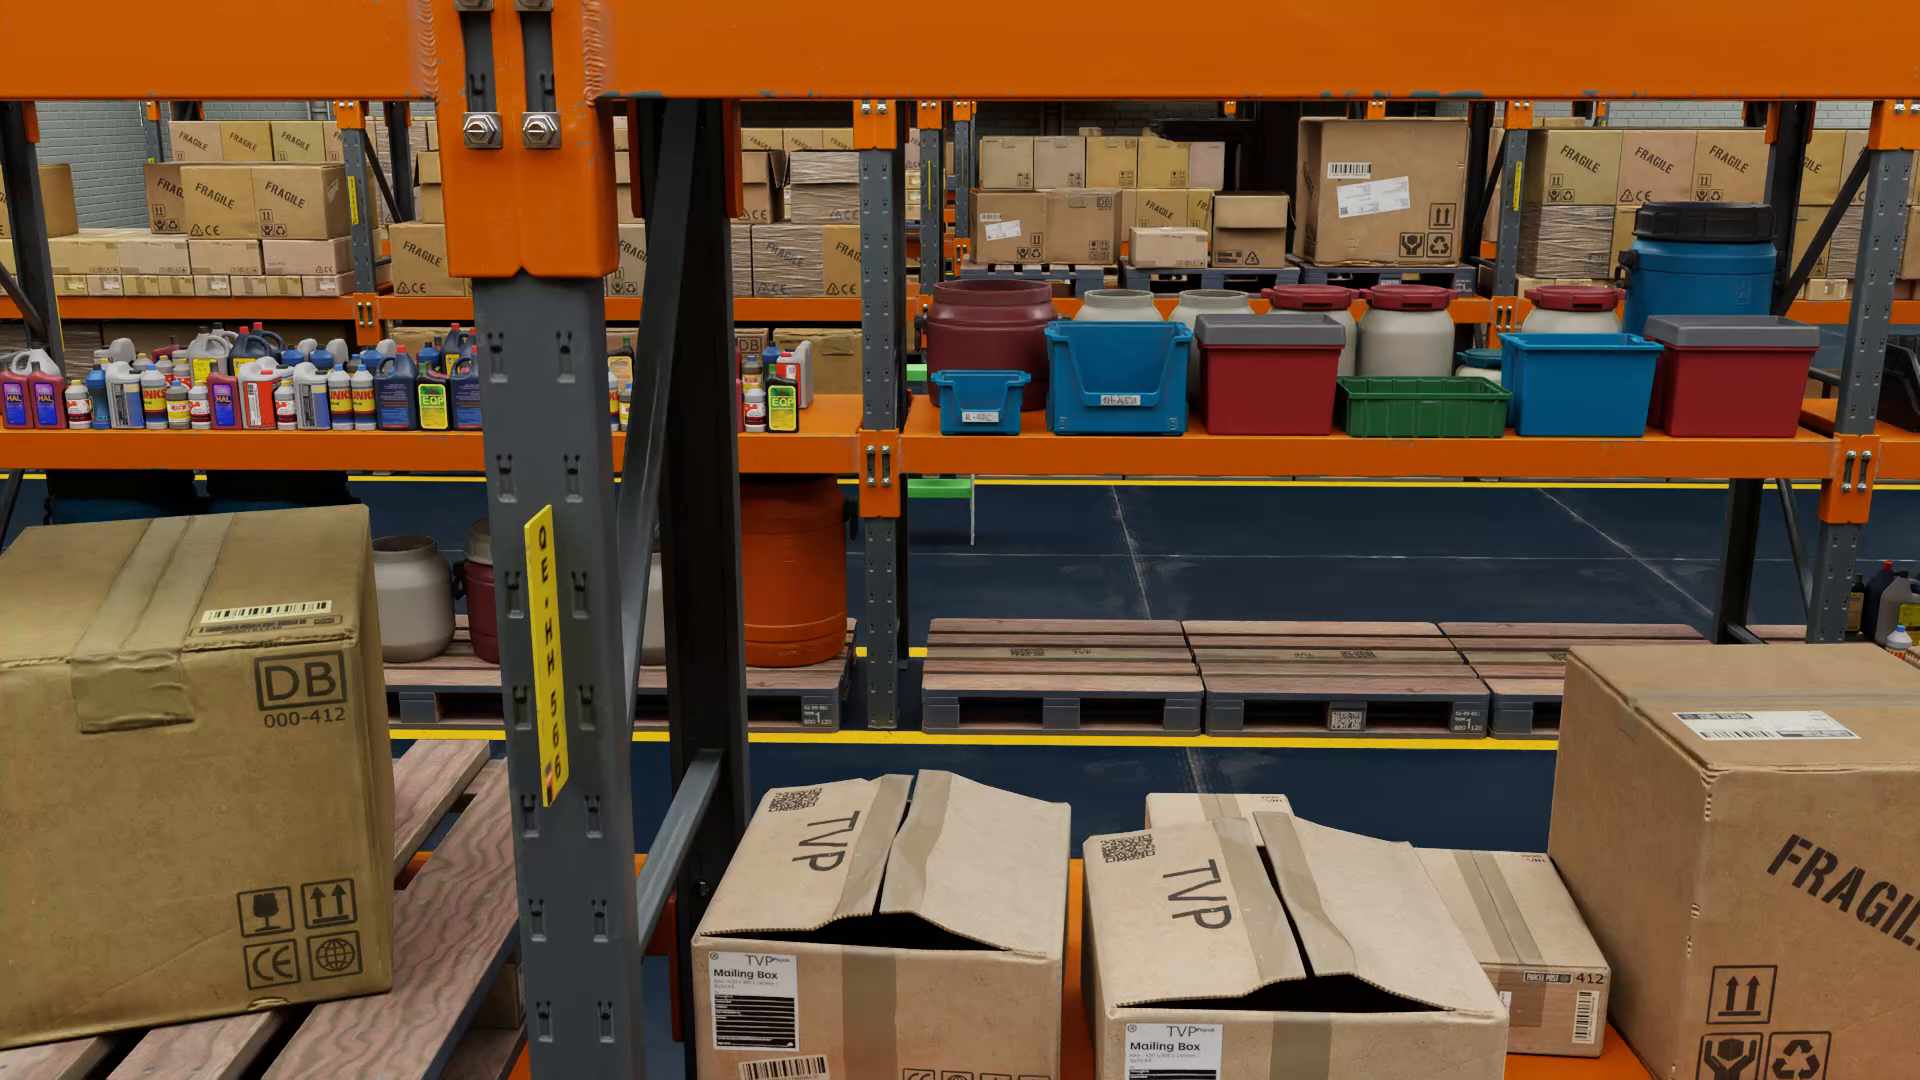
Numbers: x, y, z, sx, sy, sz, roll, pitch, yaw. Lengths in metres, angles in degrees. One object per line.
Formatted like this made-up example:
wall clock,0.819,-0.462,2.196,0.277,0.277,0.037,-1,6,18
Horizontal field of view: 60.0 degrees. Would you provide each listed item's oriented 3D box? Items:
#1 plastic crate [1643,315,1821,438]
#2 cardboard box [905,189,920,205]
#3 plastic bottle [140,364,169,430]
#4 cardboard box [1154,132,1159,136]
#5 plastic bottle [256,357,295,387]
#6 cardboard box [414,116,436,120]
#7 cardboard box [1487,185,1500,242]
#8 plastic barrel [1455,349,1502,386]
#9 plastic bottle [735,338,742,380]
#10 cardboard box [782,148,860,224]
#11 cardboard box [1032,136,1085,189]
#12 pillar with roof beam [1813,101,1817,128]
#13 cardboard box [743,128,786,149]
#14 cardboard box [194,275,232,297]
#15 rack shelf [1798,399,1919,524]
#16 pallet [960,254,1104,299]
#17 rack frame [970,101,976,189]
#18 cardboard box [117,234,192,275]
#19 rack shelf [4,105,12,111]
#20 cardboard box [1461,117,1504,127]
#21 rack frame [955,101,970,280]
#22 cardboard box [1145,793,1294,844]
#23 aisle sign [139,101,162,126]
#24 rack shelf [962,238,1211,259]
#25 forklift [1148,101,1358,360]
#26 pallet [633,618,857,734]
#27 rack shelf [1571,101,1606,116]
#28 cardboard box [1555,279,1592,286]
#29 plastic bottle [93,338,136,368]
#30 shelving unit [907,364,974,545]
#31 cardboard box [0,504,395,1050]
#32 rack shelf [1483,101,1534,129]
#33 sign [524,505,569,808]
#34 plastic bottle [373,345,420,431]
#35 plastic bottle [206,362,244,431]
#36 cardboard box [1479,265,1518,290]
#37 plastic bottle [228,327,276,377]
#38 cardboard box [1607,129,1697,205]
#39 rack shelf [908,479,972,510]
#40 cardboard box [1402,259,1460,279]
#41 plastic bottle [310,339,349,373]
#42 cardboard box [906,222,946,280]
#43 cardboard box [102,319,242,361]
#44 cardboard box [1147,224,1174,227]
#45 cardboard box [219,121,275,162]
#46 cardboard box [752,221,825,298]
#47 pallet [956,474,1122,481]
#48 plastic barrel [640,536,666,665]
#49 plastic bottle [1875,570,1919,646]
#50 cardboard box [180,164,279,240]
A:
plastic crate,3.182,-0.681,6.915,0.583,0.464,0.402,0,15,1
cardboard box,-0.476,-3.391,16.398,0.250,0.149,0.380,1,15,3
plastic bottle,-3.389,-0.604,7.003,0.097,0.271,0.097,0,15,0
cardboard box,2.622,-5.166,21.168,0.250,0.149,0.380,0,15,-1
plastic bottle,-2.941,-0.650,7.165,0.135,0.276,0.152,0,15,1
cardboard box,-6.810,-5.354,21.327,0.250,0.149,0.380,0,15,0
cardboard box,5.485,-3.294,16.651,0.550,0.550,0.875,0,15,1
plastic barrel,2.355,-0.706,7.406,0.301,0.262,0.301,0,15,0
plastic bottle,-1.076,-0.793,7.696,0.133,0.283,0.061,0,15,1
cardboard box,-0.929,-2.556,11.986,0.637,0.503,0.797,1,15,3
cardboard box,0.984,-3.802,16.713,0.500,0.500,0.700,0,15,1
pillar with roof beam,13.390,-7.753,22.087,0.400,9.000,9.100,0,15,1
cardboard box,-2.501,-5.023,21.342,0.500,0.500,0.500,0,15,0
cardboard box,-5.281,-1.842,11.934,0.250,0.149,0.380,1,15,2
rack shelf,5.673,-0.364,7.250,4.000,0.370,1.077,0,15,1
pallet,0.517,-1.944,12.203,1.003,0.211,1.213,0,15,1
rack frame,0.178,-5.807,26.470,0.127,3.000,1.000,0,15,1
cardboard box,-5.673,-2.053,11.953,0.500,0.250,0.500,1,15,3
rack shelf,-6.323,-1.892,7.163,4.000,0.370,1.077,0,15,1
cardboard box,6.518,-5.095,21.031,0.500,0.500,0.700,0,15,1
rack frame,0.030,-3.278,16.885,0.127,3.000,1.000,0,15,1
cardboard box,0.451,0.569,2.795,0.250,0.149,0.380,0,15,1
aisle sign,-8.048,-4.511,16.463,0.004,0.787,0.394,0,15,1
rack shelf,2.029,-2.917,16.928,4.000,0.370,1.077,0,15,1
forklift,2.117,-2.575,14.353,3.031,2.935,1.130,0,15,2
pallet,-1.114,0.603,7.641,1.213,0.211,1.003,0,15,1
rack shelf,6.053,-5.605,21.233,4.000,0.370,1.077,0,15,1
cardboard box,4.257,-1.783,11.712,0.250,0.149,0.380,0,15,1
plastic bottle,-3.921,-0.797,7.723,0.135,0.276,0.152,0,15,1
shelving unit,-0.165,-0.581,10.191,0.503,1.200,0.258,0,15,1
cardboard box,-1.087,0.286,2.358,0.500,0.500,0.700,-5,16,-17
rack shelf,5.800,-3.077,11.654,4.000,0.370,1.077,0,15,1
sign,-0.459,0.129,1.856,0.005,0.325,0.100,0,15,1
plastic bottle,-2.359,-0.642,6.990,0.185,0.351,0.144,0,15,1
plastic bottle,-3.080,-0.604,6.976,0.133,0.283,0.061,0,15,1
cardboard box,4.023,-1.940,12.306,0.250,0.149,0.380,0,15,1
plastic bottle,-3.215,-0.793,7.561,0.185,0.351,0.144,0,15,1
cardboard box,4.744,-2.593,11.549,0.500,0.500,0.500,0,15,1
rack shelf,-0.165,-0.287,10.269,0.480,0.148,0.258,0,15,1
cardboard box,4.655,-2.406,16.921,0.875,0.875,0.875,1,15,2
plastic bottle,-2.917,-0.790,7.698,0.135,0.276,0.152,0,15,1
cardboard box,-0.633,-3.743,21.987,0.875,0.875,0.875,0,15,1
cardboard box,-5.754,-1.246,12.526,0.875,0.875,0.875,0,15,1
cardboard box,1.476,-2.210,12.277,0.258,0.266,0.396,0,15,0
cardboard box,-7.021,-3.934,16.631,0.500,0.500,0.500,1,15,3
cardboard box,-1.196,-2.007,11.871,0.500,0.500,0.500,0,15,1
pallet,0.583,-0.660,12.428,1.213,0.211,1.003,0,15,1
plastic barrel,-1.381,0.269,7.493,0.421,0.512,0.421,0,15,0
plastic bottle,4.322,0.311,7.612,0.185,0.351,0.144,0,15,1
cardboard box,-5.164,-2.413,11.847,0.500,0.500,0.500,1,15,2
